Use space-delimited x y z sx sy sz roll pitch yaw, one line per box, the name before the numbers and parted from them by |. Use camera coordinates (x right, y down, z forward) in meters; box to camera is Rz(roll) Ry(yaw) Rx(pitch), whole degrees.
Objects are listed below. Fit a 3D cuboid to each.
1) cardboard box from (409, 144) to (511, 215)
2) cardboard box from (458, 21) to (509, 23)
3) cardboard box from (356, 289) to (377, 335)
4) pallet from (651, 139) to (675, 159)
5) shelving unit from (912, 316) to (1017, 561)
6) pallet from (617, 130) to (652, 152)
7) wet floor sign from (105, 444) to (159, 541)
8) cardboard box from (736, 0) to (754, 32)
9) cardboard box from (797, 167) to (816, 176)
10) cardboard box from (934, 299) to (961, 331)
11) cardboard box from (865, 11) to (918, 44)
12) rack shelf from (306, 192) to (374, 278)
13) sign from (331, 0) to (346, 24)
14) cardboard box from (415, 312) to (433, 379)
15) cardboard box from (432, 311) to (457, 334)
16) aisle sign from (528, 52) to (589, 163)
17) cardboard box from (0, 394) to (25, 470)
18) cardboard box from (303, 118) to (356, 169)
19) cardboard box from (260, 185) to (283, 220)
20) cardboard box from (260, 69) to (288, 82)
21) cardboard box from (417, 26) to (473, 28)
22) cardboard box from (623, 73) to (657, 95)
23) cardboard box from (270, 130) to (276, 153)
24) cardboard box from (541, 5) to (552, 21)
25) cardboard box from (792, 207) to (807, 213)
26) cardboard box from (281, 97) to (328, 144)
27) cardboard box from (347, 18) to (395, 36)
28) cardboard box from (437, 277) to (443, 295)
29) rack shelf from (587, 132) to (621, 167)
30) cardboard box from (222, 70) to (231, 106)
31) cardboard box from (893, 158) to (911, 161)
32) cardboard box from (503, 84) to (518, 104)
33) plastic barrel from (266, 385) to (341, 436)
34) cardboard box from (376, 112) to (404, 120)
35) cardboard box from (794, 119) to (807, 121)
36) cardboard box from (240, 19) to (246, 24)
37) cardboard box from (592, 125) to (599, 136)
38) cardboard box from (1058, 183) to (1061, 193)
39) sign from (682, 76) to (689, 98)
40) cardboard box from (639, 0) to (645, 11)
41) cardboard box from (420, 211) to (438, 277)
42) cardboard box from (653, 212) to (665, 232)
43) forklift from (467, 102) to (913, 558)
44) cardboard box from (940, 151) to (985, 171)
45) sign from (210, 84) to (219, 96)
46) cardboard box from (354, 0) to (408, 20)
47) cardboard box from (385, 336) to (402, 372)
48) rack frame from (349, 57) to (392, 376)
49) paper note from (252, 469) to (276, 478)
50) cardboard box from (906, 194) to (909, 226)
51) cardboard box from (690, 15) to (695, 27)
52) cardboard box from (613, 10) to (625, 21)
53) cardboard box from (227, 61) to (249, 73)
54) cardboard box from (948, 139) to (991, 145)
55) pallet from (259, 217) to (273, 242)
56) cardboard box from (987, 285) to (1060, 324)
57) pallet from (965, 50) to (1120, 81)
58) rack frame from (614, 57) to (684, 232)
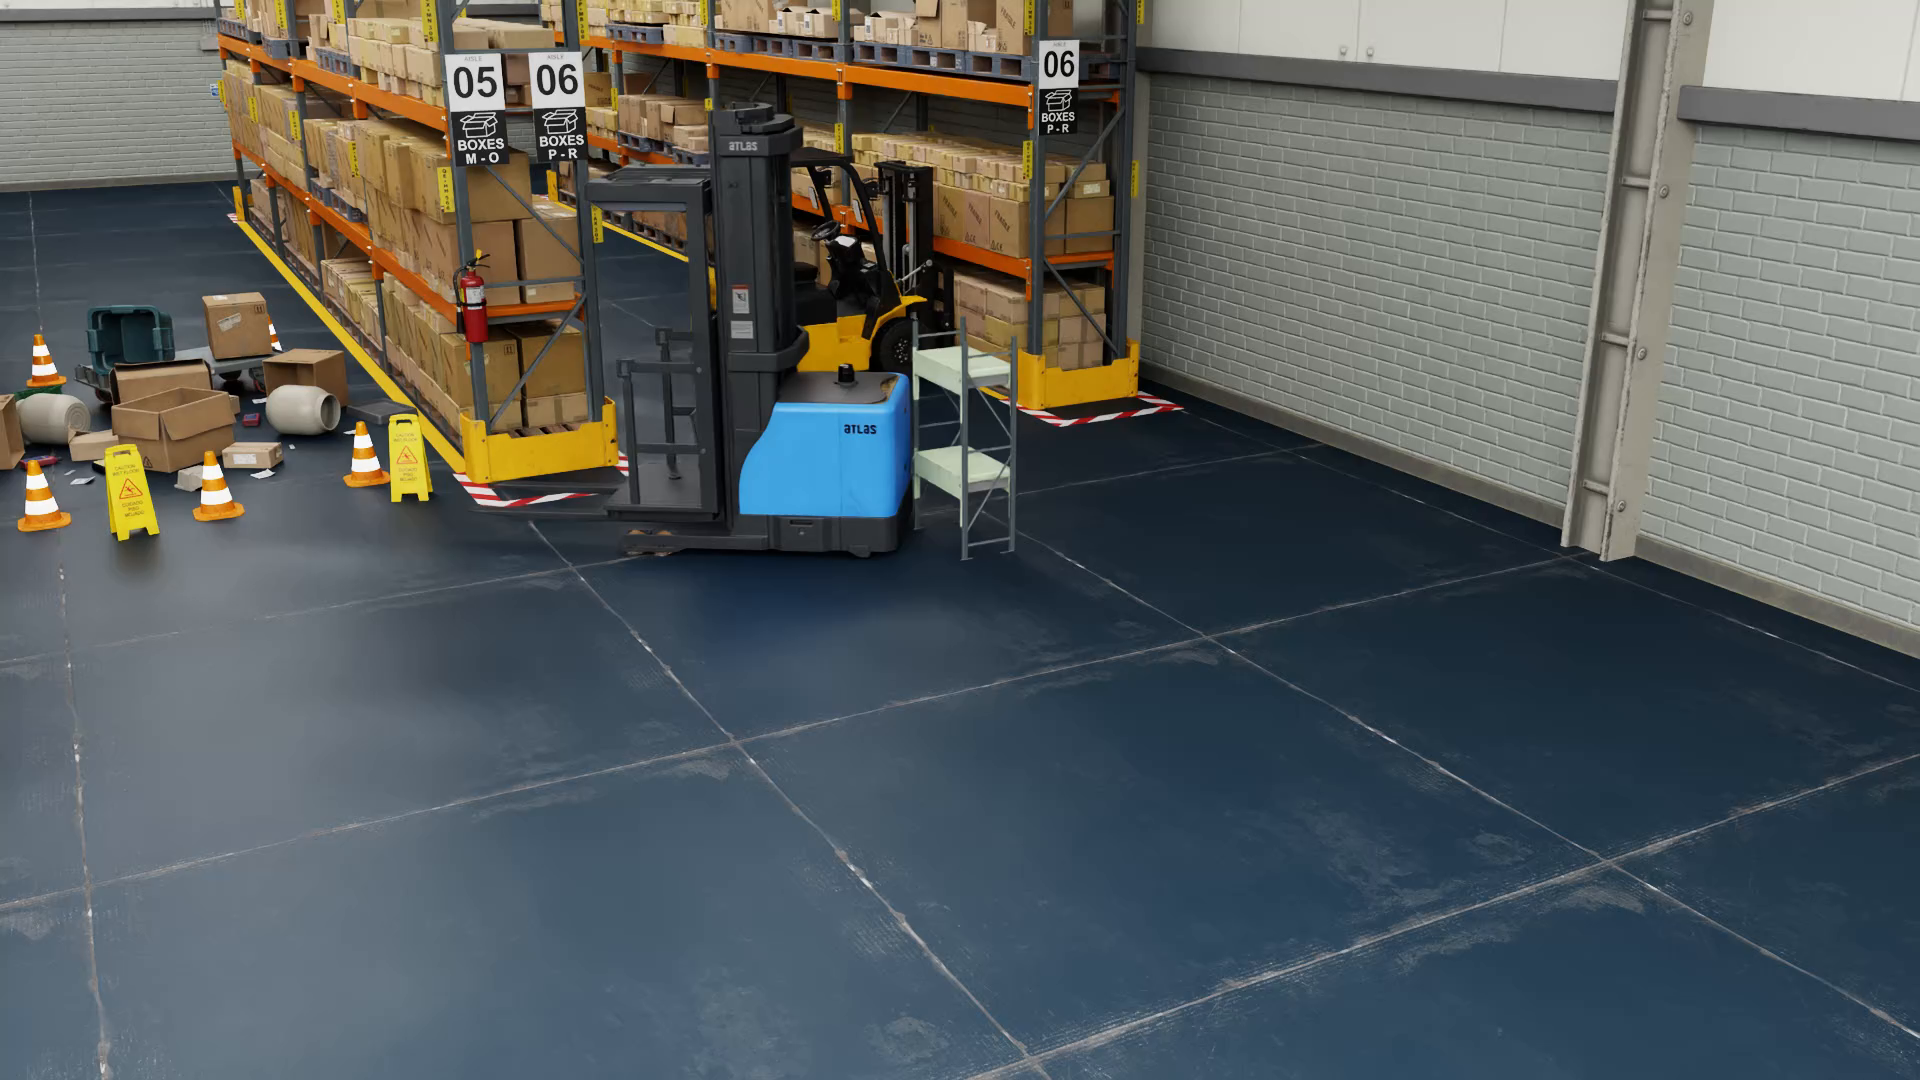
cardboard box | -3.957 -2.884 13.249 0.700 0.500 0.500 -10 21 -26
cardboard box | -4.025 -4.301 14.062 0.380 0.149 0.250 -10 21 -26
cardboard box | -5.783 -2.425 17.445 0.950 0.372 0.625 -9 21 -23
pallet | -3.648 -5.498 23.259 1.003 0.211 1.213 -10 21 -27
shelving unit | 0.024 -0.704 11.373 0.431 1.500 0.755 -10 21 -26
pallet | -4.337 -5.842 24.257 1.003 0.211 1.213 -10 21 -27
wet floor sign | -5.840 -0.354 11.668 0.267 0.644 0.232 -14 24 -36
cardboard box | -2.263 -6.367 19.935 0.700 0.500 0.500 -10 22 -28
cardboard box | -1.530 -4.296 18.946 0.500 0.250 0.500 -11 22 -28
cardboard box | 0.080 -2.251 16.362 0.500 0.250 0.500 -11 22 -28
cardboard box | -0.641 -5.228 16.924 0.500 0.311 0.500 -9 21 -26
rack shelf | -6.137 -3.347 17.835 1.077 0.370 4.000 -10 21 -27
sign | -5.674 -4.874 15.163 0.100 0.325 0.005 -10 21 -27
cardboard box | -4.382 -1.702 14.388 0.500 0.500 0.500 -11 22 -28
cardboard box | -4.132 -1.809 13.702 0.380 0.149 0.250 -9 21 -25
aisle sign | -2.986 -3.223 12.389 0.394 0.787 0.004 -10 21 -27
cardboard box | -7.856 -0.850 13.324 0.500 0.500 0.500 -6 20 -17
cardboard box | -7.077 -4.482 18.769 0.500 0.500 0.500 -11 22 -28
cardboard box | -10.043 -5.109 25.124 0.875 0.438 0.875 -9 21 -25
cardboard box | -9.443 -6.367 22.805 0.380 0.149 0.250 -9 21 -25
cardboard box | -4.010 -3.923 12.966 0.380 0.149 0.250 -10 21 -26
cardboard box | -5.093 -7.072 26.152 0.500 0.500 0.500 -11 22 -28
cardboard box | -8.537 -5.110 21.306 0.500 0.250 0.500 -10 21 -26
cardboard box | -6.549 -8.645 27.262 0.500 0.250 0.500 -10 22 -27
cardboard box | -2.436 -3.926 21.406 0.875 0.625 0.625 -9 21 -25
cardboard box | -7.814 -5.035 19.937 0.500 0.500 0.500 -10 21 -26
cardboard box | -5.325 -4.648 15.066 0.380 0.149 0.250 -10 22 -28
cardboard box | -3.975 -2.052 13.366 0.380 0.149 0.250 -10 22 -28
rack shelf | -5.570 -6.413 26.721 1.077 0.370 4.000 -10 21 -27
cardboard box | -10.909 -6.895 25.330 0.500 0.500 0.500 -11 22 -28
cardboard box | -0.454 -3.802 16.903 0.380 0.149 0.250 -10 22 -27
cardboard box | -3.363 -3.471 12.877 0.380 0.149 0.250 -11 22 -28
plastic barrel | -5.601 -1.105 14.185 0.512 0.421 0.421 4 19 11
cardboard box | -6.062 -4.528 17.907 0.380 0.149 0.250 -11 22 -29
cardboard box | -2.165 -5.265 21.143 0.380 0.149 0.250 -9 21 -25
cardboard box | -9.572 -7.143 22.544 0.396 0.266 0.258 -9 21 -25
cardboard box | -5.528 -6.403 25.975 0.380 0.149 0.250 -10 22 -27
cardboard box | 0.972 -3.287 15.410 0.380 0.149 0.250 -10 21 -27
sign | -4.133 -6.813 25.003 0.100 0.325 0.005 -10 21 -27
cardboard box | -4.192 -7.352 22.872 0.380 0.149 0.250 -10 21 -26
cardboard box | -4.022 -2.410 13.407 0.500 0.500 0.500 -10 21 -27
cardboard box | -4.094 -4.727 23.920 0.500 0.500 0.500 -11 22 -28
forklift | -1.888 -1.445 11.327 3.031 2.935 1.130 2 19 5
cardboard box | 0.028 -3.650 16.006 0.380 0.149 0.250 -10 21 -26
sign | -13.656 -8.310 30.702 0.327 0.218 0.001 -10 21 -27
cardboard box | -5.575 -5.041 15.863 0.500 0.250 0.500 -9 21 -25
cardboard box | -5.145 -1.800 15.821 0.500 0.250 0.500 -11 22 -29
rack frame | -5.188 -3.113 16.053 1.000 3.000 0.127 -10 21 -27
paper note | -5.489 -0.524 13.103 0.142 0.019 0.148 16 25 39
cardboard box | -0.337 -3.470 16.935 0.500 0.500 0.500 -10 22 -27
cardboard box | -3.309 -6.788 21.724 0.380 0.149 0.250 -9 21 -25
cardboard box | -4.736 -7.497 23.749 0.380 0.149 0.250 -10 21 -26
cardboard box | -10.751 -7.083 24.878 0.380 0.149 0.250 -9 21 -25
cardboard box | 0.096 -4.040 17.138 0.380 0.149 0.250 -10 22 -28
pallet | -9.862 -4.672 24.848 1.003 0.211 1.213 -10 21 -27
cardboard box | 0.585 -2.190 15.417 0.500 0.250 0.500 -9 21 -25
pallet | 0.765 -4.317 15.082 1.003 0.211 1.213 -10 21 -27
rack frame | -4.620 -6.179 24.940 1.000 3.000 0.127 -10 21 -27
